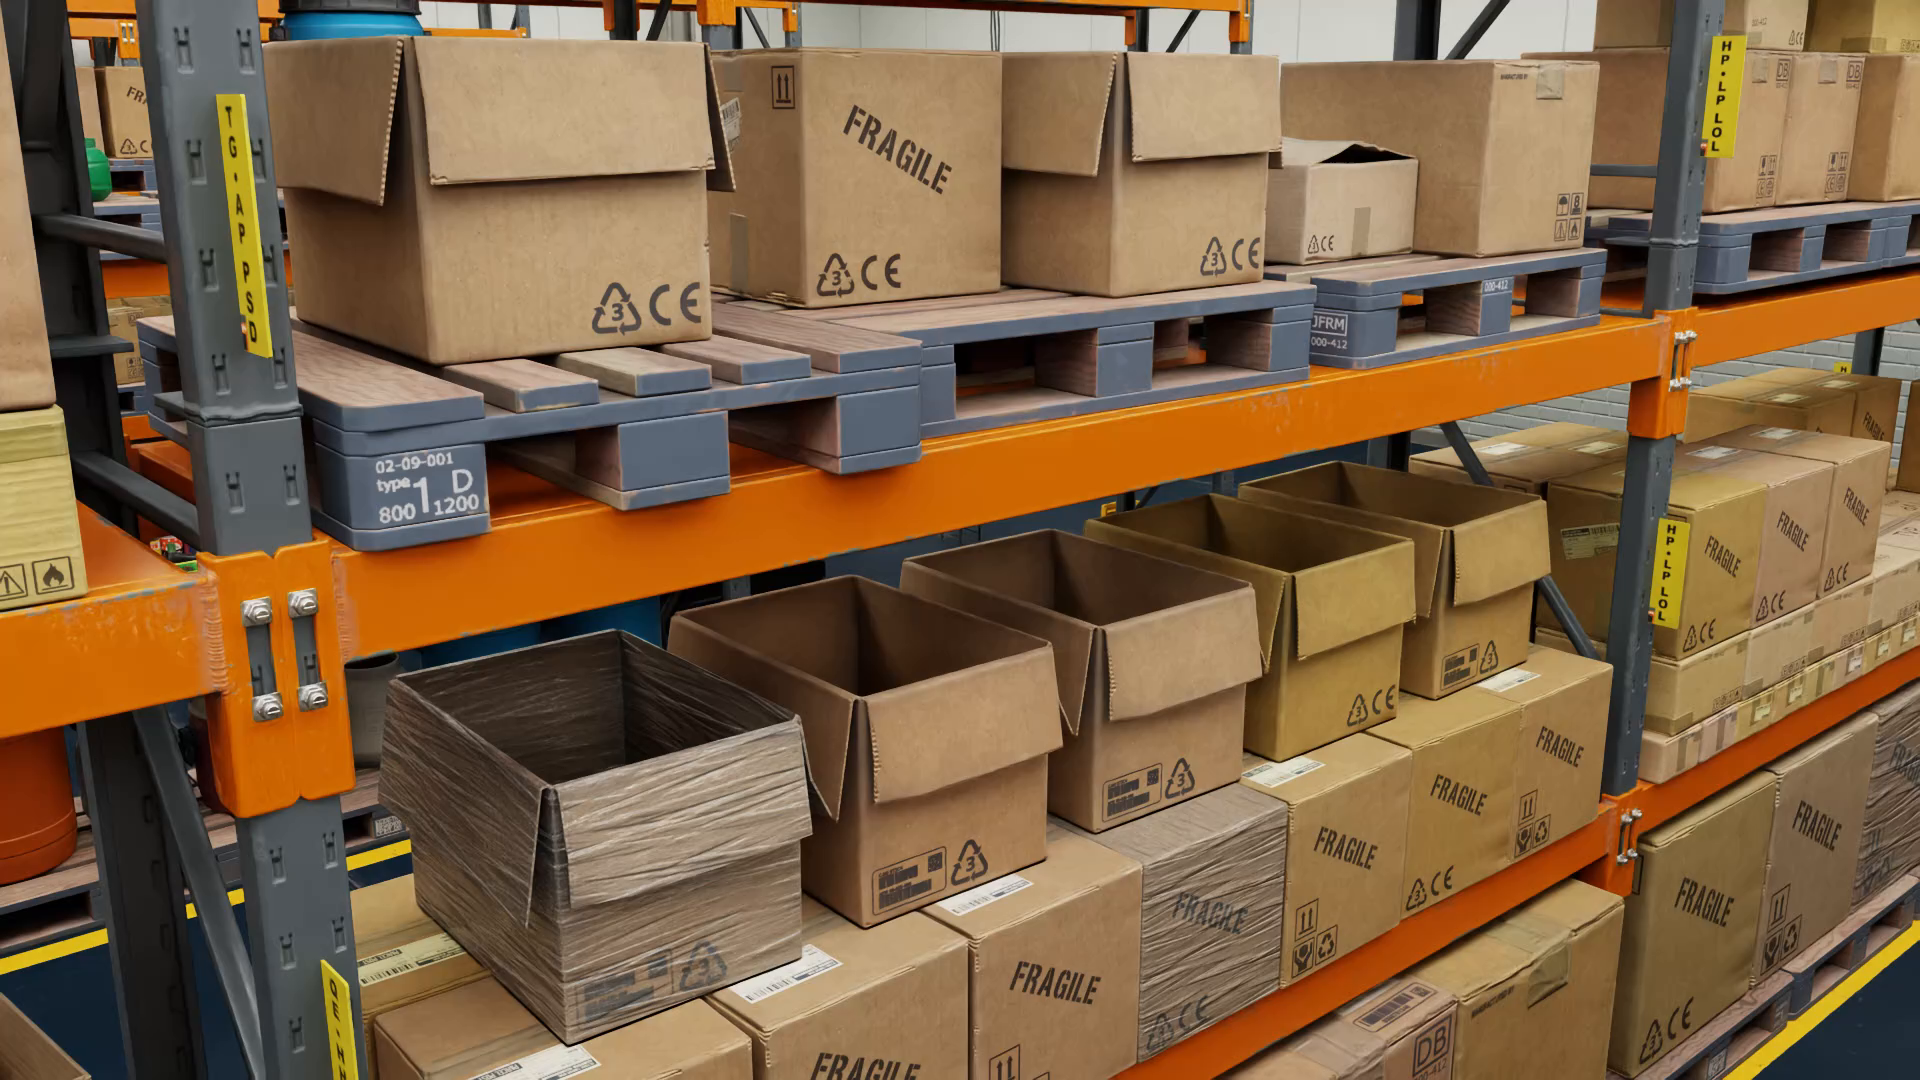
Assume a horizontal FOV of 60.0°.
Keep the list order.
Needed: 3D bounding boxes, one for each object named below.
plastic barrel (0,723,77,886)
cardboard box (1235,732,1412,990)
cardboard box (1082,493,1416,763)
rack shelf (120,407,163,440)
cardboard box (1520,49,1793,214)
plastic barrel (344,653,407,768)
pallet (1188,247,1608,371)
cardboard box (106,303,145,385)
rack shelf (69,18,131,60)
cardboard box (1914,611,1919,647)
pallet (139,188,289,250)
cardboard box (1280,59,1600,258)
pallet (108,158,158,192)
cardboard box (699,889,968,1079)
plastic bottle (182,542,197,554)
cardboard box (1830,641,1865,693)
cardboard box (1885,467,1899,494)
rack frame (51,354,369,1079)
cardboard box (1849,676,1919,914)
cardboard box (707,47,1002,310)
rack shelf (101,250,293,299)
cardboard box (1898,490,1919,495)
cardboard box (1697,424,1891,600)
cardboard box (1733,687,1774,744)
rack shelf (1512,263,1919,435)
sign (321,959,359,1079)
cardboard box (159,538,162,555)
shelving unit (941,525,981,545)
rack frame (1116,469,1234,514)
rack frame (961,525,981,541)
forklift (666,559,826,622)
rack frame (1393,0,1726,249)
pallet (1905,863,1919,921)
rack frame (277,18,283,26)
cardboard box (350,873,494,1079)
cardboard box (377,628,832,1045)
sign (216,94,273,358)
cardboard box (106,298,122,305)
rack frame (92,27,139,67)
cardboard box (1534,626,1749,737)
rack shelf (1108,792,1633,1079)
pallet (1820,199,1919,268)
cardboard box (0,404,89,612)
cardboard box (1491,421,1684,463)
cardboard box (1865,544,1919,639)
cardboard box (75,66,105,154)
[{"bbox_3d":[-4.159,0.990,7.123,0.708,0.830,0.600,-13,19,-39],"label":"plastic barrel"},{"bbox_3d":[0.811,0.774,4.347,0.500,0.500,0.500,-13,20,-40],"label":"cardboard box"},{"bbox_3d":[0.750,0.208,4.521,0.637,0.503,0.797,-12,19,-39],"label":"cardboard box"},{"bbox_3d":[-6.257,-0.726,11.548,4.000,0.370,1.077,-13,19,-39],"label":"rack shelf"},{"bbox_3d":[2.303,-1.376,5.574,0.500,0.500,0.700,-14,21,-43],"label":"cardboard box"},{"bbox_3d":[-2.939,0.839,8.303,0.421,0.512,0.421,0,15,0],"label":"plastic barrel"},{"bbox_3d":[1.093,-0.675,4.521,1.217,0.209,0.805,-14,20,-42],"label":"pallet"},{"bbox_3d":[-6.040,-1.352,11.491,0.700,0.500,0.500,10,18,33],"label":"cardboard box"},{"bbox_3d":[-9.511,-4.394,14.433,4.000,0.370,1.077,-13,19,-39],"label":"rack shelf"},{"bbox_3d":[3.752,0.303,6.791,0.250,0.149,0.380,-13,19,-39],"label":"cardboard box"},{"bbox_3d":[-2.880,-1.460,7.458,1.213,0.211,1.003,-13,19,-39],"label":"pallet"},{"bbox_3d":[1.321,-1.083,4.672,0.500,0.500,0.700,-12,19,-38],"label":"cardboard box"},{"bbox_3d":[-6.066,-2.497,11.338,1.003,0.211,1.213,-13,19,-39],"label":"pallet"},{"bbox_3d":[-0.332,1.029,3.390,0.500,0.500,0.500,-13,20,-41],"label":"cardboard box"},{"bbox_3d":[-3.629,-0.058,7.882,0.133,0.283,0.061,-13,19,-39],"label":"plastic bottle"},{"bbox_3d":[3.171,0.434,6.301,0.250,0.149,0.380,-12,19,-39],"label":"cardboard box"},{"bbox_3d":[4.230,-0.203,7.911,0.500,0.250,0.500,-13,20,-41],"label":"cardboard box"},{"bbox_3d":[-1.265,1.195,2.964,0.127,3.000,1.000,-13,19,-39],"label":"rack frame"},{"bbox_3d":[3.653,0.941,7.217,0.875,0.875,0.875,-13,19,-39],"label":"cardboard box"},{"bbox_3d":[-0.259,-0.786,3.561,0.500,0.500,0.500,-11,19,-36],"label":"cardboard box"},{"bbox_3d":[-3.008,-1.210,7.548,4.000,0.370,1.077,-13,19,-39],"label":"rack shelf"},{"bbox_3d":[4.578,-0.098,7.518,0.500,0.250,0.500,-13,20,-40],"label":"cardboard box"},{"bbox_3d":[3.047,-0.119,6.143,0.500,0.500,0.500,-13,20,-41],"label":"cardboard box"},{"bbox_3d":[2.590,0.564,5.813,0.250,0.149,0.380,-12,19,-38],"label":"cardboard box"},{"bbox_3d":[3.261,-0.923,6.475,4.000,0.370,1.077,-13,19,-39],"label":"rack shelf"},{"bbox_3d":[-0.902,0.778,2.436,0.005,0.325,0.100,-13,19,-39],"label":"sign"},{"bbox_3d":[-5.689,-0.110,11.842,0.500,0.500,0.500,-12,19,-39],"label":"cardboard box"},{"bbox_3d":[0.006,-0.436,13.139,0.210,0.900,0.258,-13,20,-39],"label":"shelving unit"},{"bbox_3d":[1.518,-1.125,11.648,0.127,3.000,1.000,-13,19,-39],"label":"rack frame"},{"bbox_3d":[0.083,-0.453,13.203,0.006,0.900,0.240,-13,20,-39],"label":"rack frame"},{"bbox_3d":[-2.417,-0.889,10.899,3.031,2.935,1.130,-12,19,-37],"label":"forklift"},{"bbox_3d":[1.752,-2.381,4.727,0.127,3.000,1.000,-13,19,-39],"label":"rack frame"},{"bbox_3d":[4.218,1.338,7.834,1.213,0.211,1.003,-13,19,-39],"label":"pallet"},{"bbox_3d":[-4.748,-4.310,11.949,0.127,3.000,1.000,-13,19,-39],"label":"rack frame"},{"bbox_3d":[-1.056,1.015,3.445,0.500,0.500,0.500,-12,19,-38],"label":"cardboard box"},{"bbox_3d":[-0.703,0.541,3.274,0.637,0.503,0.797,-12,19,-38],"label":"cardboard box"},{"bbox_3d":[-0.911,-0.398,2.114,0.005,0.325,0.100,-13,19,-39],"label":"sign"},{"bbox_3d":[-8.185,-2.450,15.801,0.500,0.500,0.500,-13,20,-40],"label":"cardboard box"},{"bbox_3d":[-8.002,-5.274,15.557,0.127,3.000,1.000,-13,19,-39],"label":"rack frame"},{"bbox_3d":[2.279,0.417,5.589,0.500,0.250,0.500,-13,20,-40],"label":"cardboard box"},{"bbox_3d":[0.243,1.204,4.326,4.000,0.370,1.077,-13,19,-39],"label":"rack shelf"},{"bbox_3d":[3.296,-1.231,6.406,1.213,0.211,1.003,-13,19,-39],"label":"pallet"},{"bbox_3d":[-1.463,-0.054,2.116,0.500,0.250,0.500,-13,19,-39],"label":"cardboard box"},{"bbox_3d":[2.304,-0.130,6.186,0.500,0.500,0.500,-12,19,-39],"label":"cardboard box"},{"bbox_3d":[3.421,0.163,6.541,0.500,0.250,0.500,-13,19,-39],"label":"cardboard box"},{"bbox_3d":[-6.181,-2.863,11.143,0.600,0.600,0.600,-14,20,-41],"label":"cardboard box"}]
